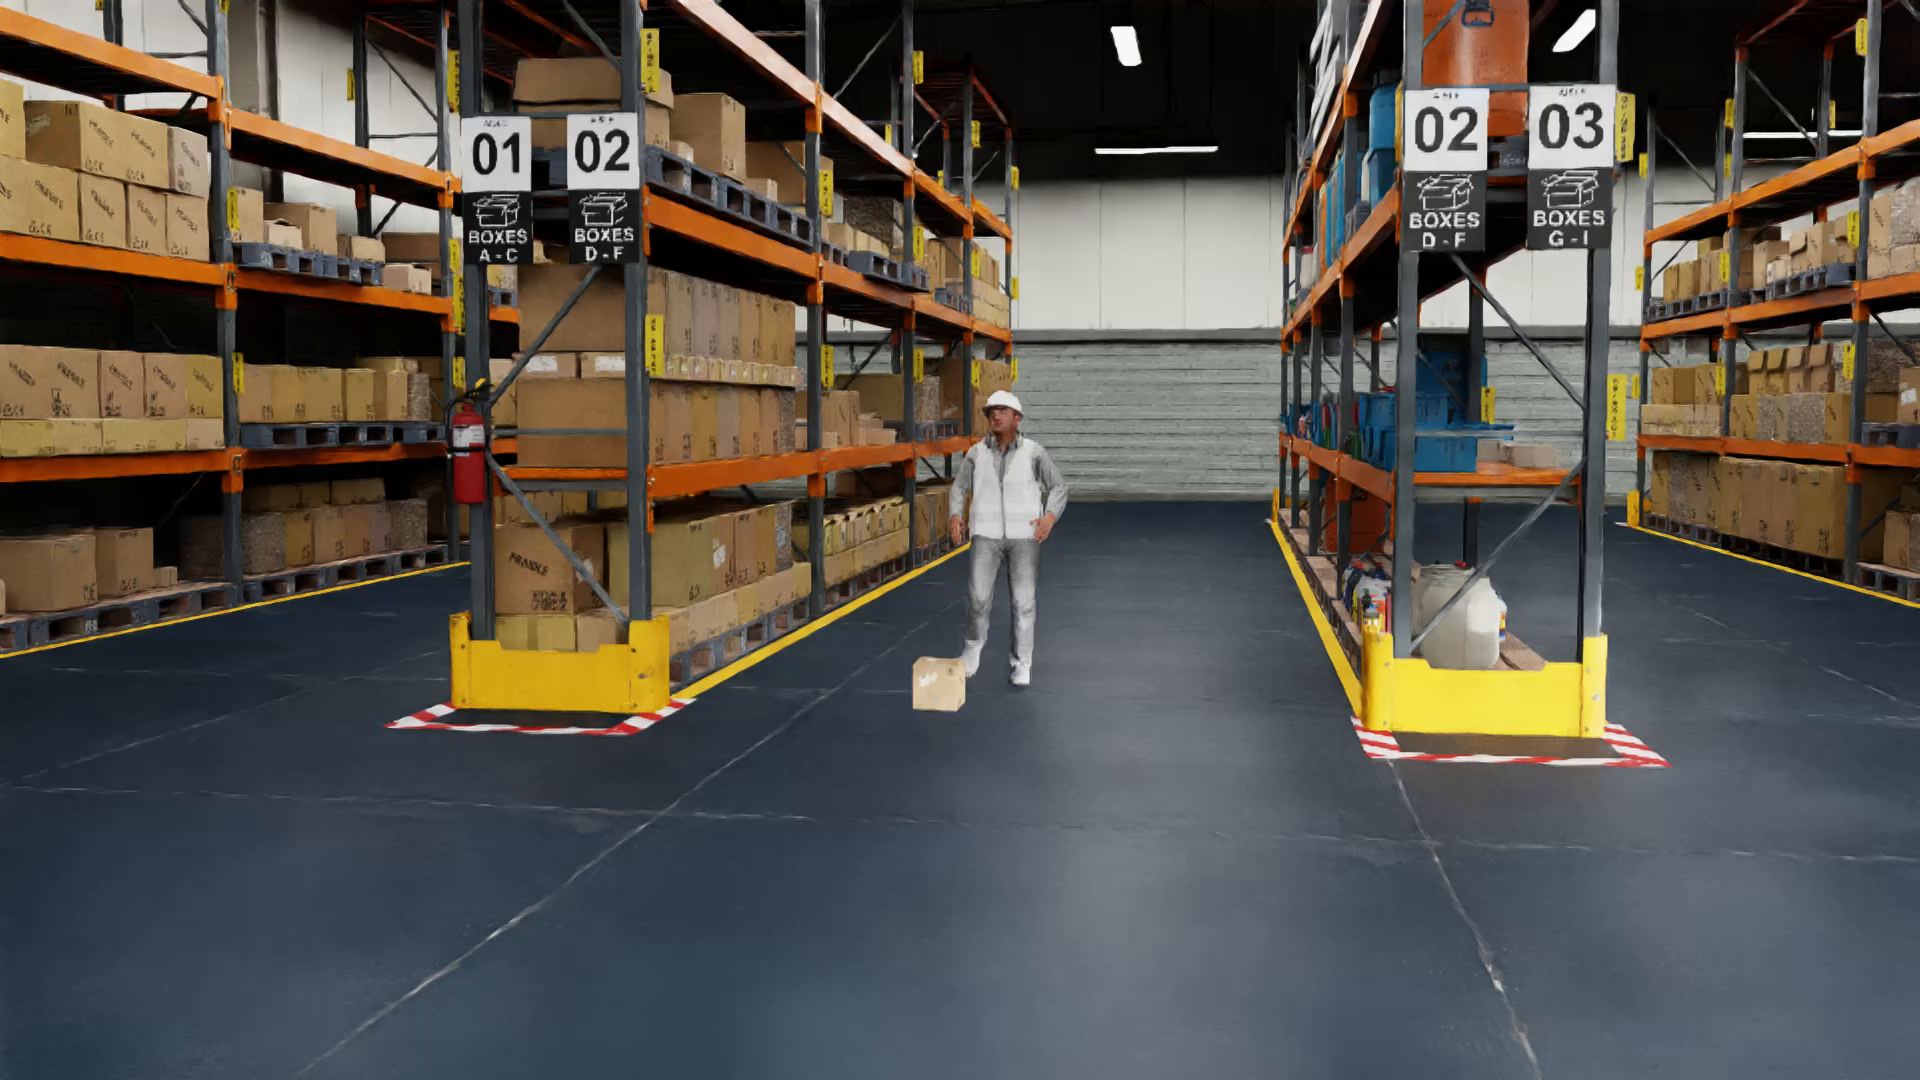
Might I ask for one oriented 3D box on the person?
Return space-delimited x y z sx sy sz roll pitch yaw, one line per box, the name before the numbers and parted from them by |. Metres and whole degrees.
person | 0.279 -0.015 9.864 0.713 1.747 0.503 0 4 4
